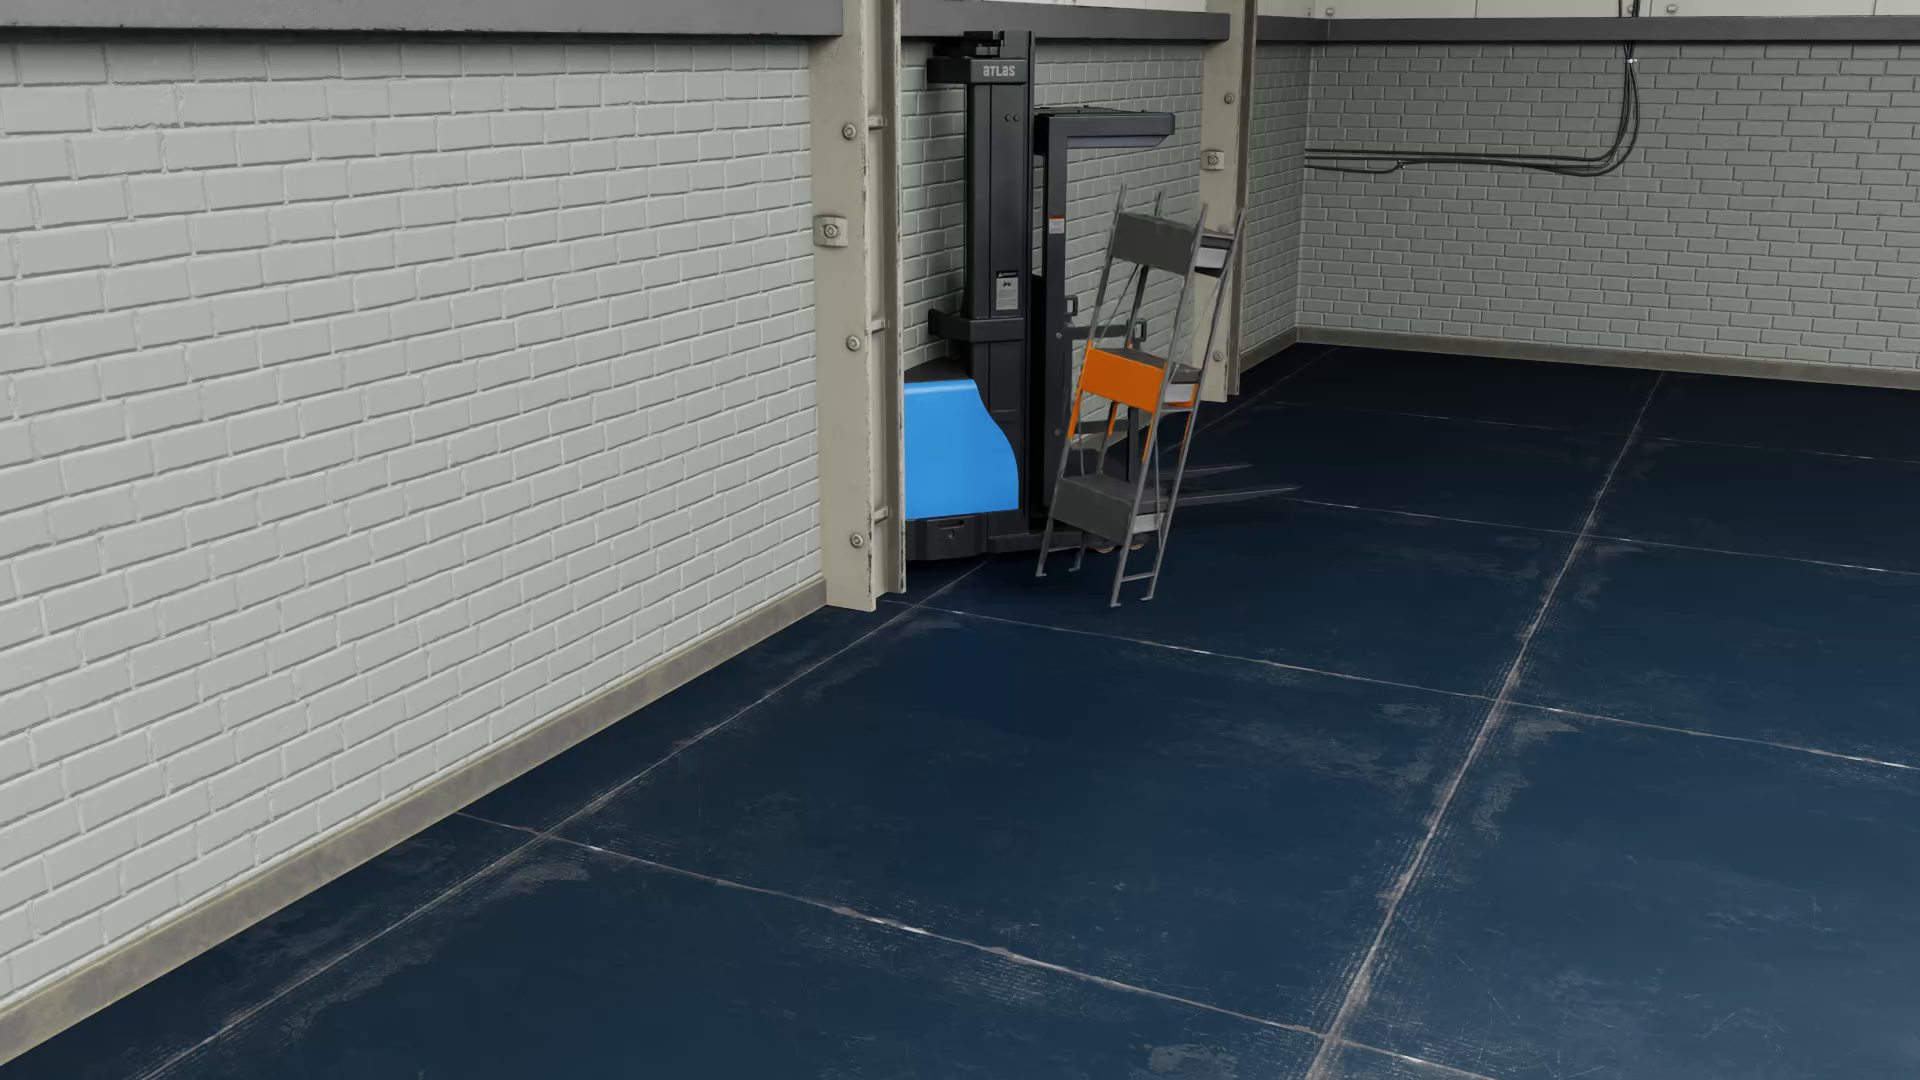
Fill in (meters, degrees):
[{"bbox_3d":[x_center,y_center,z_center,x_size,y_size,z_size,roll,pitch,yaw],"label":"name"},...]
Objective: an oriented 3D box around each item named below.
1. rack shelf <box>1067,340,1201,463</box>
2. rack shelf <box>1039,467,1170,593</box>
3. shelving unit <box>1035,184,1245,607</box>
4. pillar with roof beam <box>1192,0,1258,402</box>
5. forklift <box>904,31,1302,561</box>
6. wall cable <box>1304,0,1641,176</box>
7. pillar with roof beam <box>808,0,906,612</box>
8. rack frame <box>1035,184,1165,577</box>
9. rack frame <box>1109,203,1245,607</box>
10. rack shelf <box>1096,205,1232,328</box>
[{"bbox_3d":[0.920,-0.726,8.657,0.480,0.518,0.431,22,18,35],"label":"rack shelf"},{"bbox_3d":[0.783,-0.063,8.835,0.480,0.518,0.431,22,18,35],"label":"rack shelf"},{"bbox_3d":[0.923,-0.739,8.654,0.503,2.100,0.431,22,18,35],"label":"shelving unit"},{"bbox_3d":[6.015,-4.986,11.007,9.100,9.000,0.400,8,18,25],"label":"pillar with roof beam"},{"bbox_3d":[0.591,-1.465,9.807,3.031,2.935,1.130,-6,17,-19],"label":"forklift"},{"bbox_3d":[4.663,-4.627,15.253,3.097,2.526,0.112,8,18,25],"label":"wall cable"},{"bbox_3d":[3.334,-3.458,5.861,9.100,9.000,0.400,8,18,25],"label":"pillar with roof beam"},{"bbox_3d":[0.737,-0.814,8.792,0.015,2.100,0.400,22,18,35],"label":"rack frame"},{"bbox_3d":[1.109,-0.663,8.516,0.015,2.100,0.400,22,18,35],"label":"rack frame"},{"bbox_3d":[1.057,-1.389,8.480,0.480,0.518,0.431,22,18,35],"label":"rack shelf"}]
